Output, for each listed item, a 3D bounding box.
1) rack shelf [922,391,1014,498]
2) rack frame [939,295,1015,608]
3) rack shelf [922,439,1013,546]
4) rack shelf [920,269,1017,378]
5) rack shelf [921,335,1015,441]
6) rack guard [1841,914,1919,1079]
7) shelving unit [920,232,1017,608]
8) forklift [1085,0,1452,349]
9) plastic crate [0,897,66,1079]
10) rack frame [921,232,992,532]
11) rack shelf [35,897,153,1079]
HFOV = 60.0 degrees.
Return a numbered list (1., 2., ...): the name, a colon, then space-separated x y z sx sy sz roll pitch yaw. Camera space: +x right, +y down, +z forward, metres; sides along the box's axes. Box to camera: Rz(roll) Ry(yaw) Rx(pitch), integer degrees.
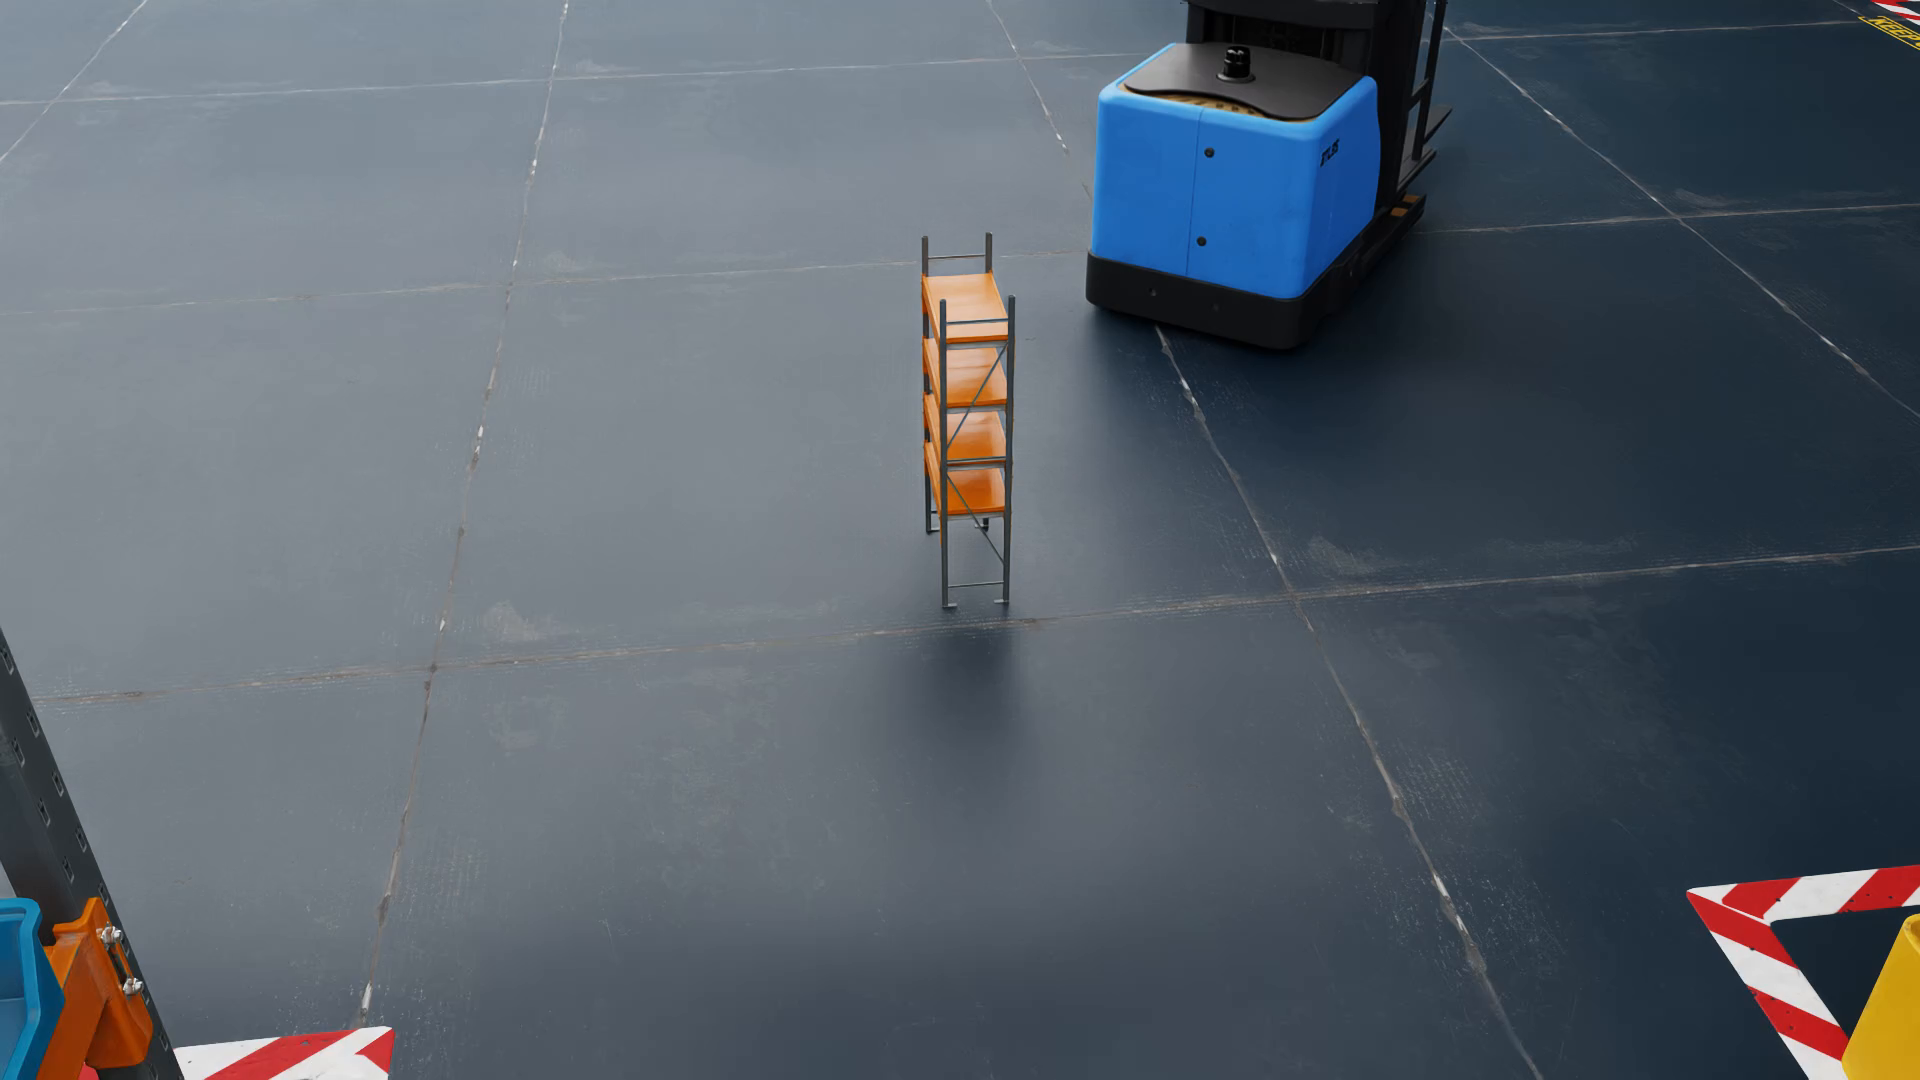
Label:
1. rack shelf: 0.022 -0.348 5.814 0.258 0.148 0.480 -4 35 -6
2. rack frame: 0.055 -0.267 5.577 0.240 1.200 0.015 -4 35 -6
3. rack shelf: 0.022 -0.184 5.926 0.258 0.148 0.480 -4 35 -6
4. rack shelf: 0.022 -0.728 5.555 0.258 0.148 0.480 -4 35 -6
5. rack shelf: 0.022 -0.533 5.688 0.258 0.148 0.480 -4 35 -6
6. rack guard: 2.857 1.171 4.088 1.175 0.500 0.348 -4 35 -6
7. shelving unit: 0.022 -0.403 5.777 0.258 1.200 0.503 -4 35 -6
8. forklift: 1.759 -2.859 7.842 1.130 2.935 3.031 18 38 24
9. plastic crate: -1.685 0.842 2.482 0.499 0.251 0.616 -4 35 -6
10. rack frame: -0.011 -0.540 5.976 0.240 1.200 0.015 -4 35 -6
11. rack shelf: -1.780 1.938 1.382 1.077 0.370 4.000 -4 35 -6
